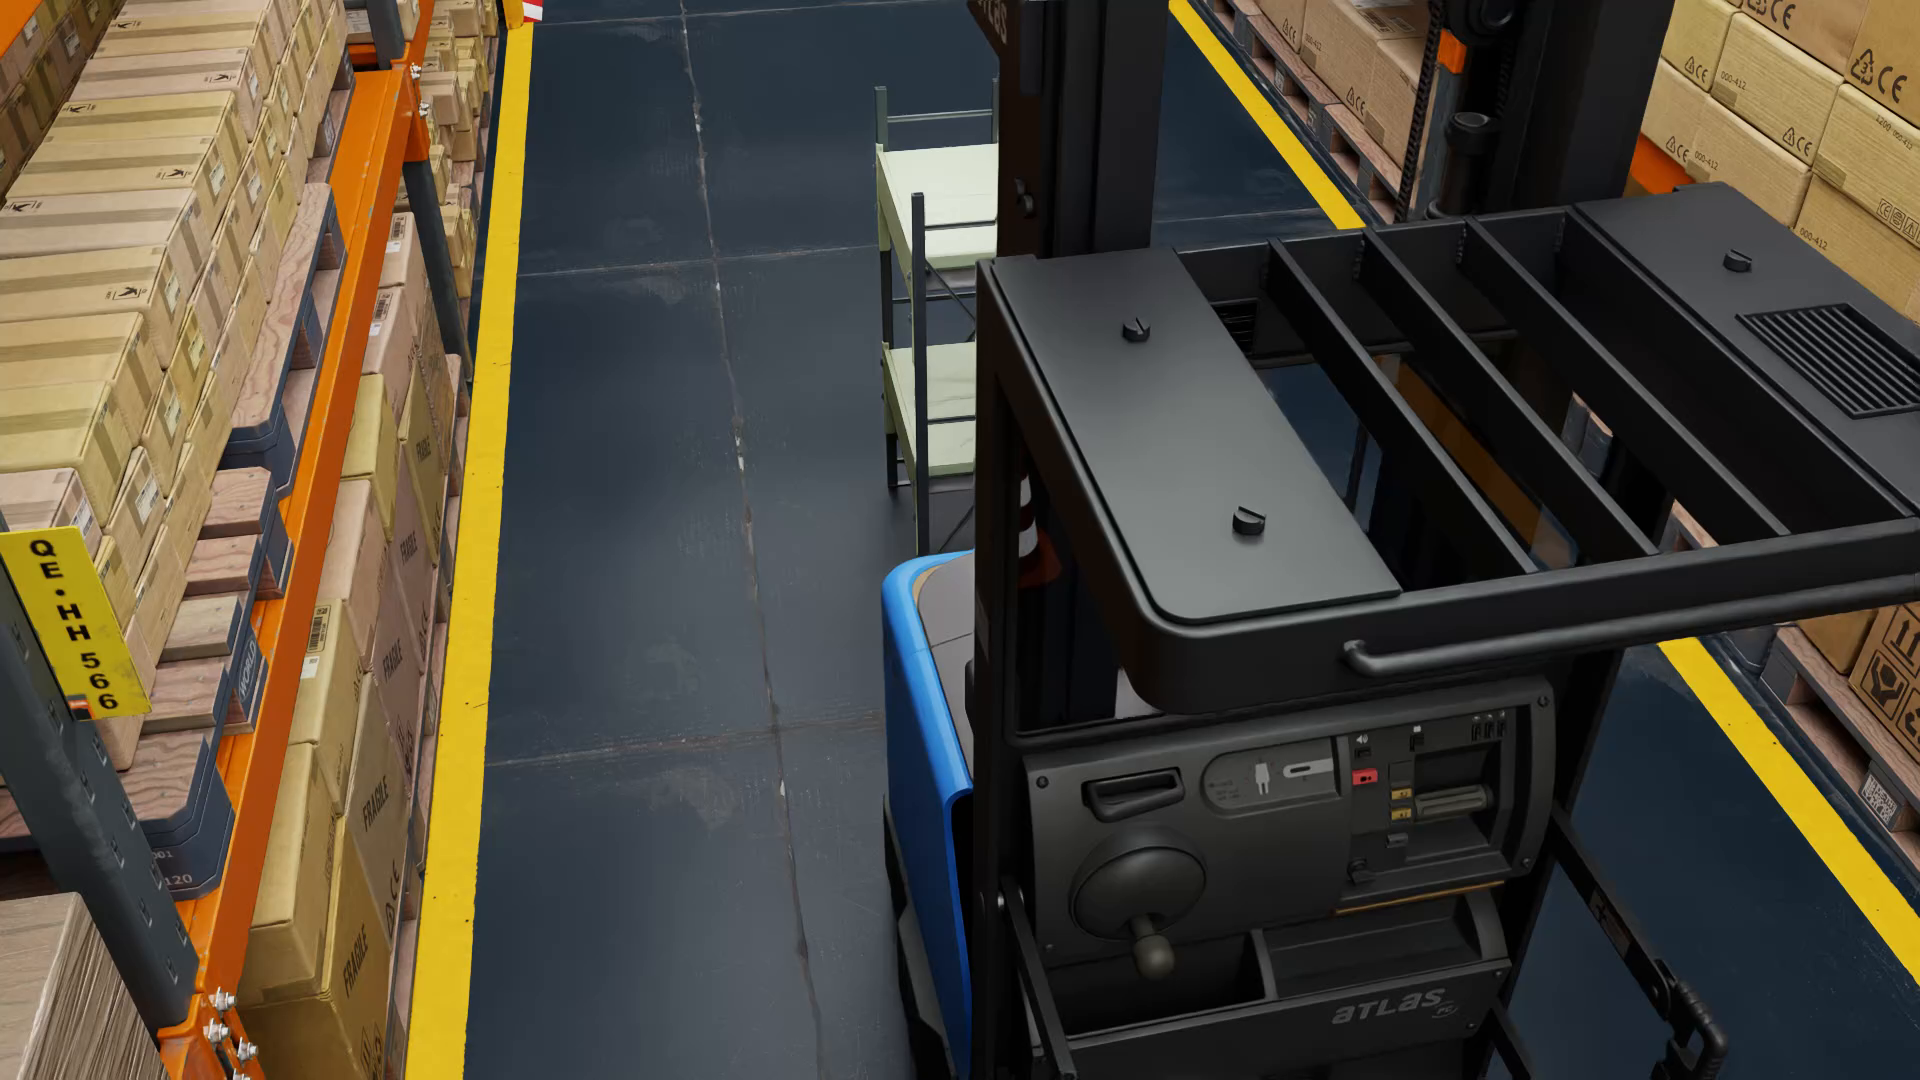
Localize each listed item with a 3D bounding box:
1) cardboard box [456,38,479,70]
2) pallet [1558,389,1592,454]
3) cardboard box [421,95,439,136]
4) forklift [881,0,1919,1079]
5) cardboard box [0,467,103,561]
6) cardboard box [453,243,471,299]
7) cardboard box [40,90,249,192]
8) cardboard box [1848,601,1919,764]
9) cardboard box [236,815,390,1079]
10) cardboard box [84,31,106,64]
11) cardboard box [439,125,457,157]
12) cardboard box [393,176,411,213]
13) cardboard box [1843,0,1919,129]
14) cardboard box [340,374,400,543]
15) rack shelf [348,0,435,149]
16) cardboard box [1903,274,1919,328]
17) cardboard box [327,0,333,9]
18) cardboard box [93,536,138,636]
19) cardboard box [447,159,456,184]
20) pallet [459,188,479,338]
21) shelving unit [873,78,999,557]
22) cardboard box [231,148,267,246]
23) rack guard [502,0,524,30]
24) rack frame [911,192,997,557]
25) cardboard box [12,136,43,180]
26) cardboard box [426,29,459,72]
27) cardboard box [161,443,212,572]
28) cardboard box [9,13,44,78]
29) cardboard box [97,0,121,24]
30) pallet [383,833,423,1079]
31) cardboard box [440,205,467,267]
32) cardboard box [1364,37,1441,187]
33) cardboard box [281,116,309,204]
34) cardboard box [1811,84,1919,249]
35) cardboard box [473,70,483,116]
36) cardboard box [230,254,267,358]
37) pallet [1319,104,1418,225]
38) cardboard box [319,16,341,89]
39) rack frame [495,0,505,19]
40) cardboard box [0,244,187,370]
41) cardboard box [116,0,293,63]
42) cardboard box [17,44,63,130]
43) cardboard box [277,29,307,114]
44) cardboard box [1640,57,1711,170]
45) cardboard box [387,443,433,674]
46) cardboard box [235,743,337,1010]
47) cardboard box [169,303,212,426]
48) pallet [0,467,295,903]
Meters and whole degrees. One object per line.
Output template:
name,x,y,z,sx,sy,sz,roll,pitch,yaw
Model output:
cardboard box,-2.526,-2.284,7.984,0.380,0.149,0.250,-4,38,-6
pallet,2.644,-0.815,6.627,1.003,0.211,1.213,-6,38,-8
cardboard box,-2.429,-1.761,7.069,0.380,0.149,0.250,-7,38,-9
forklift,0.616,0.558,2.643,1.130,2.935,3.031,-8,39,-10
cardboard box,-1.611,0.031,2.643,0.380,0.149,0.250,-6,38,-8
cardboard box,-2.169,-1.075,6.671,0.380,0.149,0.250,-8,39,-10
cardboard box,-1.882,-0.911,3.855,0.380,0.149,0.250,-7,38,-9
cardboard box,3.096,0.289,4.323,0.875,0.875,0.875,-7,38,-8
cardboard box,-1.593,1.002,3.711,0.500,0.500,0.500,-8,39,-10
cardboard box,-2.751,-1.393,4.961,0.380,0.149,0.250,-6,38,-7
cardboard box,-2.450,-1.810,7.374,0.380,0.149,0.250,-5,38,-6
cardboard box,-2.278,-1.286,6.457,0.380,0.149,0.250,-5,38,-6
cardboard box,2.609,-1.286,4.064,0.500,0.500,0.500,-6,38,-8
cardboard box,-1.858,-0.203,4.651,0.500,0.250,0.500,-8,39,-10
rack shelf,-2.772,-2.705,7.373,1.077,0.370,4.000,-6,38,-8
cardboard box,2.686,-0.483,4.050,0.500,0.250,0.500,-6,38,-7
cardboard box,-2.157,-1.746,5.172,0.380,0.149,0.250,-5,38,-7
cardboard box,-1.607,0.138,2.748,0.380,0.149,0.250,-5,38,-6
cardboard box,-2.404,-1.529,7.254,0.380,0.149,0.250,-7,38,-9
pallet,-2.574,-1.081,6.970,1.003,0.211,1.213,-6,38,-8
shelving unit,0.001,-0.588,5.285,0.431,1.500,0.755,-6,38,-8
cardboard box,-1.885,-0.803,3.958,0.380,0.149,0.250,-5,38,-6
rack guard,-3.109,-3.164,9.415,1.175,0.500,0.348,-6,38,-8
rack frame,0.065,-0.367,5.000,0.400,1.500,0.023,-6,38,-8
cardboard box,-2.623,-0.936,4.373,0.380,0.149,0.250,-8,39,-10
cardboard box,-2.526,-2.233,7.676,0.380,0.149,0.250,-6,38,-8
cardboard box,-1.694,-0.048,3.230,0.380,0.149,0.250,-4,38,-6
cardboard box,-2.666,-1.321,4.383,0.380,0.149,0.250,-7,38,-9
cardboard box,-2.805,-1.677,5.084,0.380,0.149,0.250,-6,38,-7
pallet,-1.855,1.264,3.951,1.003,0.211,1.213,-6,38,-8
cardboard box,-2.170,-1.192,6.578,0.380,0.149,0.250,-5,38,-6
cardboard box,2.430,-1.919,7.521,0.875,0.438,0.875,-7,38,-9
cardboard box,-1.971,-1.002,4.458,0.380,0.149,0.250,-8,39,-10
cardboard box,2.597,-0.978,4.279,0.500,0.250,0.500,-7,38,-9
cardboard box,-2.528,-2.166,8.074,0.380,0.149,0.250,-6,38,-7
cardboard box,-1.834,-0.524,3.842,0.380,0.149,0.250,-6,38,-7
pallet,2.378,-1.741,7.819,1.003,0.211,1.213,-6,38,-8
cardboard box,-2.110,-1.472,5.062,0.380,0.149,0.250,-6,38,-8
rack frame,-3.122,-4.197,8.707,1.000,3.000,0.127,-6,38,-8
cardboard box,-1.744,-0.437,3.245,0.380,0.149,0.250,-8,39,-10
cardboard box,-2.021,-1.384,4.464,0.380,0.149,0.250,-6,38,-8
cardboard box,-2.666,-1.208,4.480,0.380,0.149,0.250,-8,39,-10
cardboard box,-2.017,-1.272,4.562,0.380,0.149,0.250,-7,38,-9
cardboard box,2.418,-1.397,5.226,0.500,0.250,0.500,-7,38,-8
cardboard box,-1.868,0.081,4.896,0.500,0.500,0.500,-7,38,-9
cardboard box,-1.602,0.718,3.465,0.500,0.250,0.500,-8,39,-10
cardboard box,-1.751,-0.339,3.362,0.380,0.149,0.250,-6,38,-8
pallet,-1.950,0.292,3.086,1.213,0.211,1.003,-6,38,-8
